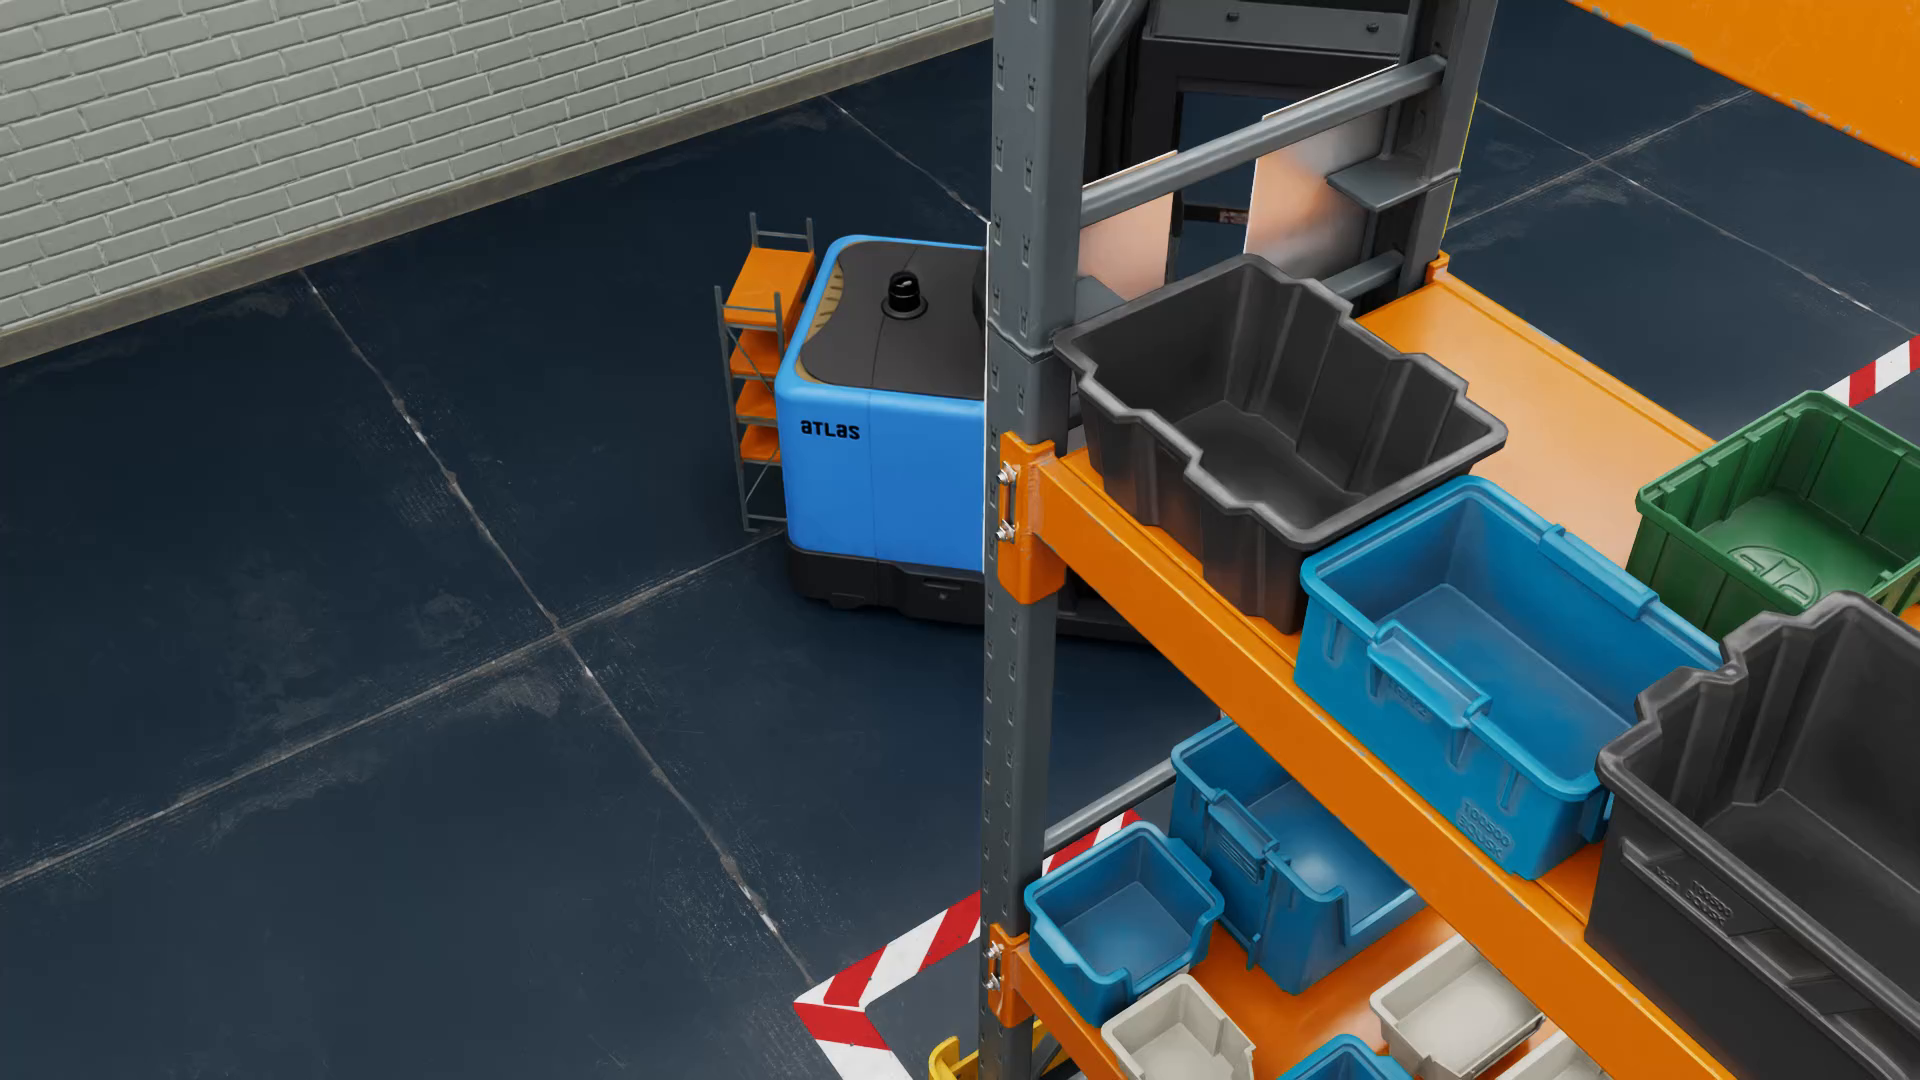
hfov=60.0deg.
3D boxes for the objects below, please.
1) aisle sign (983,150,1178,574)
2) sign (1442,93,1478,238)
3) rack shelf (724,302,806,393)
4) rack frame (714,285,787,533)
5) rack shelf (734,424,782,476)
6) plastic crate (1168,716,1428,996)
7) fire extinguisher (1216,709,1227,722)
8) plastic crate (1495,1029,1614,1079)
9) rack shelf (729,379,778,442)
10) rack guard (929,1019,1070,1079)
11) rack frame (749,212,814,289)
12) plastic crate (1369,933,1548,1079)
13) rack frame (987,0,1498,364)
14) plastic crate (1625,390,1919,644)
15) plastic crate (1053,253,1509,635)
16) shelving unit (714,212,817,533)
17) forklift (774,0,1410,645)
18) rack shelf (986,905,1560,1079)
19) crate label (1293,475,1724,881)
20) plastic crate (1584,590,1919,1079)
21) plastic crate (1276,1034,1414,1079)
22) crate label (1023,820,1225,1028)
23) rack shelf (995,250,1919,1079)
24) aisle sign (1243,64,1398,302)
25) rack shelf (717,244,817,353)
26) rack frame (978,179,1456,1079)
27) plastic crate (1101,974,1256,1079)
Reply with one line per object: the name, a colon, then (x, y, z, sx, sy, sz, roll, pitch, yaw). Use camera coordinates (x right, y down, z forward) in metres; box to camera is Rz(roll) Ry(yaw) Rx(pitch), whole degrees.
aisle sign: (0.206, -0.298, 3.007, 0.394, 0.787, 0.004, -26, 49, -24)
sign: (0.933, -0.708, 3.223, 0.100, 0.325, 0.005, -26, 49, -24)
rack shelf: (-0.721, -0.740, 6.430, 0.258, 0.148, 0.480, 7, 44, 7)
rack frame: (-0.762, -0.461, 6.364, 0.240, 1.200, 0.015, 7, 44, 7)
rack shelf: (-0.721, -0.435, 6.721, 0.258, 0.148, 0.480, 7, 44, 7)
plastic crate: (0.836, 0.647, 3.831, 0.616, 0.435, 0.499, -26, 49, -24)
fire extinguisher: (0.777, 0.464, 4.418, 0.296, 0.674, 0.183, -26, 49, -24)
plastic crate: (1.260, 1.200, 3.469, 0.396, 0.136, 0.243, -26, 49, -24)
rack shelf: (-0.721, -0.578, 6.584, 0.258, 0.148, 0.480, 7, 44, 7)
rack guard: (0.466, 1.461, 4.857, 1.175, 0.500, 0.348, -26, 49, -24)
rack frame: (-0.679, -0.793, 6.712, 0.240, 1.200, 0.015, 7, 44, 7)
plastic crate: (1.106, 1.030, 3.647, 0.396, 0.136, 0.243, -26, 49, -24)
rack frame: (0.491, -1.604, 1.914, 1.000, 3.000, 0.127, -26, 49, -24)
plastic crate: (1.289, 0.003, 2.555, 0.450, 0.188, 0.336, -26, 49, -24)
plastic crate: (0.482, -0.144, 2.651, 0.497, 0.269, 0.590, -26, 49, -24)
shelving unit: (-0.721, -0.627, 6.538, 0.258, 1.200, 0.503, 7, 44, 7)
forklift: (0.898, -0.979, 5.653, 3.031, 2.935, 1.130, 7, 44, 7)
rack shelf: (1.635, 1.959, 3.047, 1.077, 0.370, 4.000, -26, 49, -24)
crate label: (0.754, 0.185, 2.320, 0.408, 0.251, 0.502, -26, 49, -24)
plastic crate: (1.139, 0.477, 1.951, 0.504, 0.338, 0.767, -26, 49, -24)
plastic crate: (0.739, 1.247, 3.349, 0.416, 0.233, 0.300, -26, 49, -24)
crate label: (0.362, 0.875, 3.739, 0.416, 0.233, 0.303, -26, 49, -24)
rack shelf: (1.635, 0.874, 2.011, 1.077, 0.370, 4.000, -26, 49, -24)
aisle sign: (0.690, -0.531, 3.251, 0.394, 0.787, 0.004, -26, 49, -24)
rack shelf: (-0.721, -0.911, 6.267, 0.258, 0.148, 0.480, 7, 44, 7)
rack frame: (0.491, 0.566, 3.985, 1.000, 3.000, 0.127, -26, 49, -24)
plastic crate: (0.478, 1.124, 3.548, 0.250, 0.136, 0.298, -26, 49, -24)
